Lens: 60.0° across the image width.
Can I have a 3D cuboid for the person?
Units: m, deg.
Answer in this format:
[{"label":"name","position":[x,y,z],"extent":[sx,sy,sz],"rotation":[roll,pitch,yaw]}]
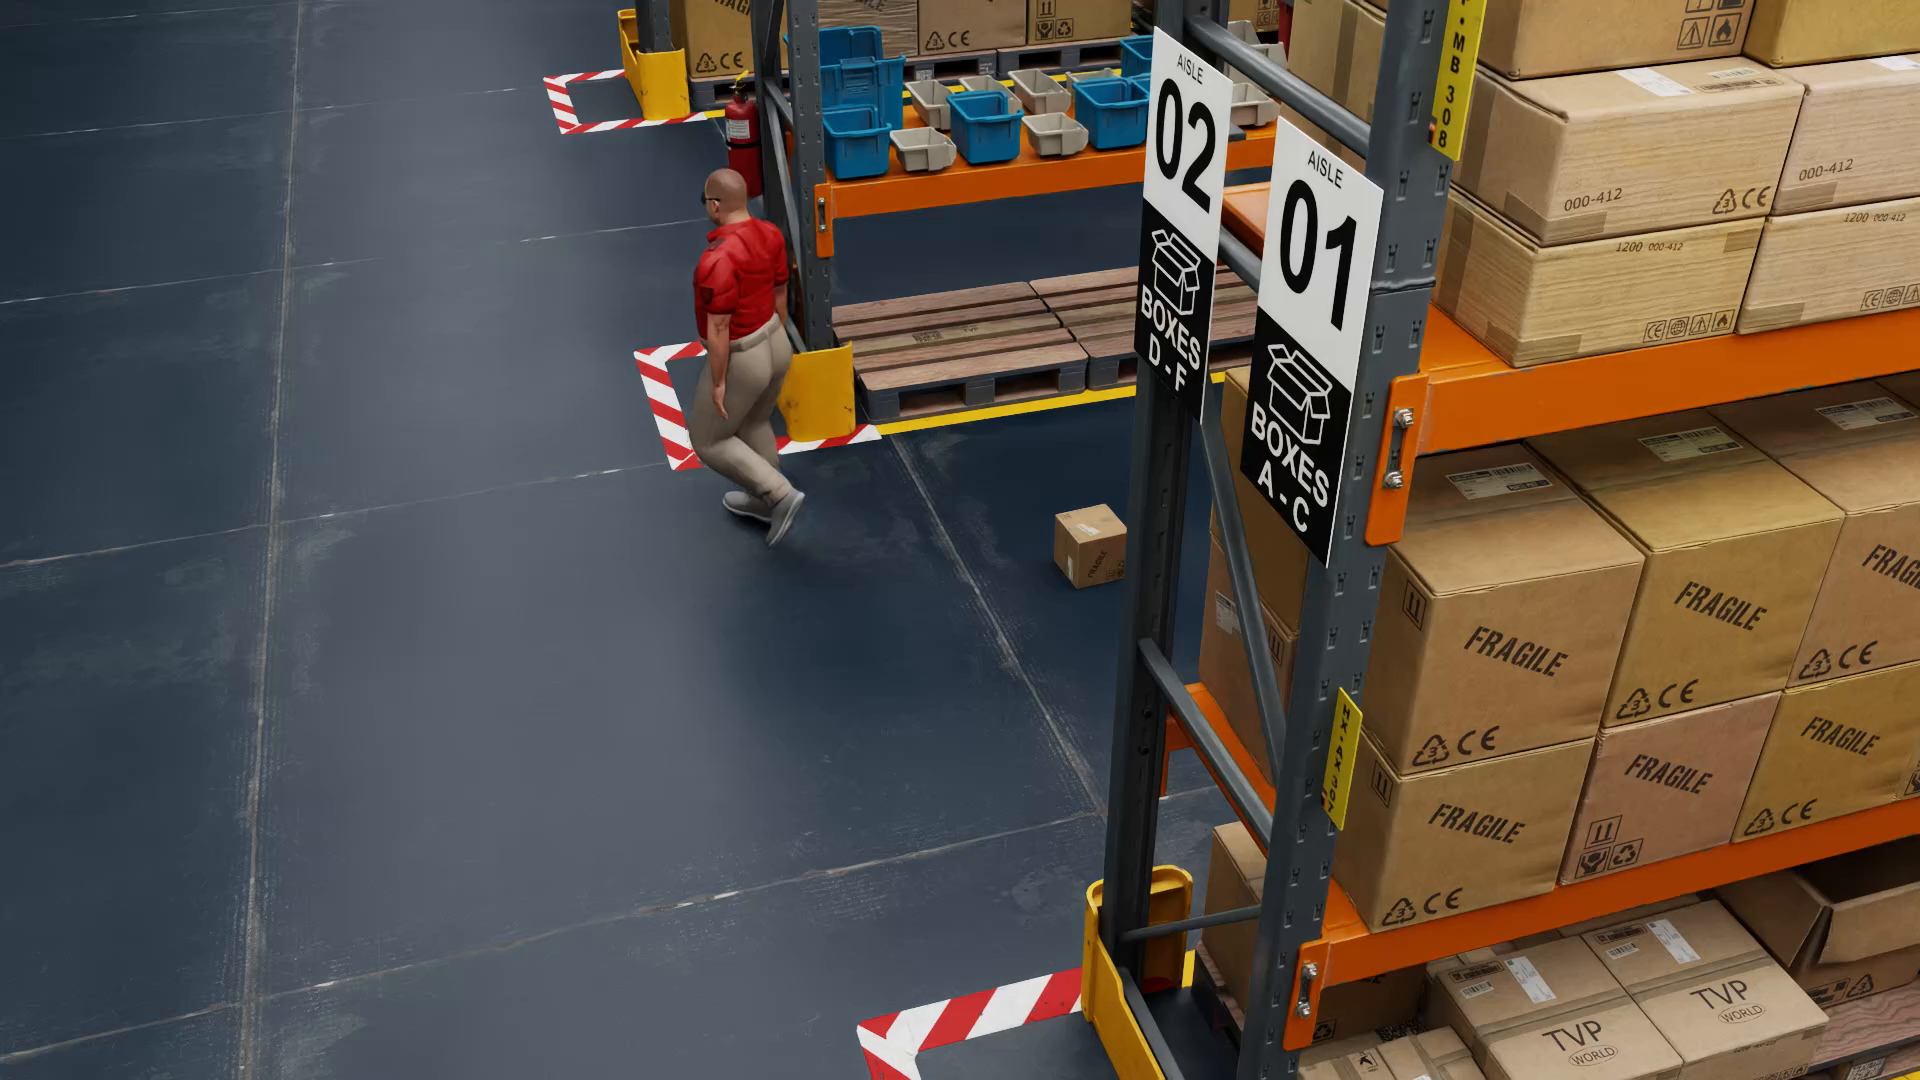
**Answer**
[{"label":"person","position":[-0.919,-0.778,7.274],"extent":[0.536,1.713,0.562],"rotation":[16,37,23]}]
